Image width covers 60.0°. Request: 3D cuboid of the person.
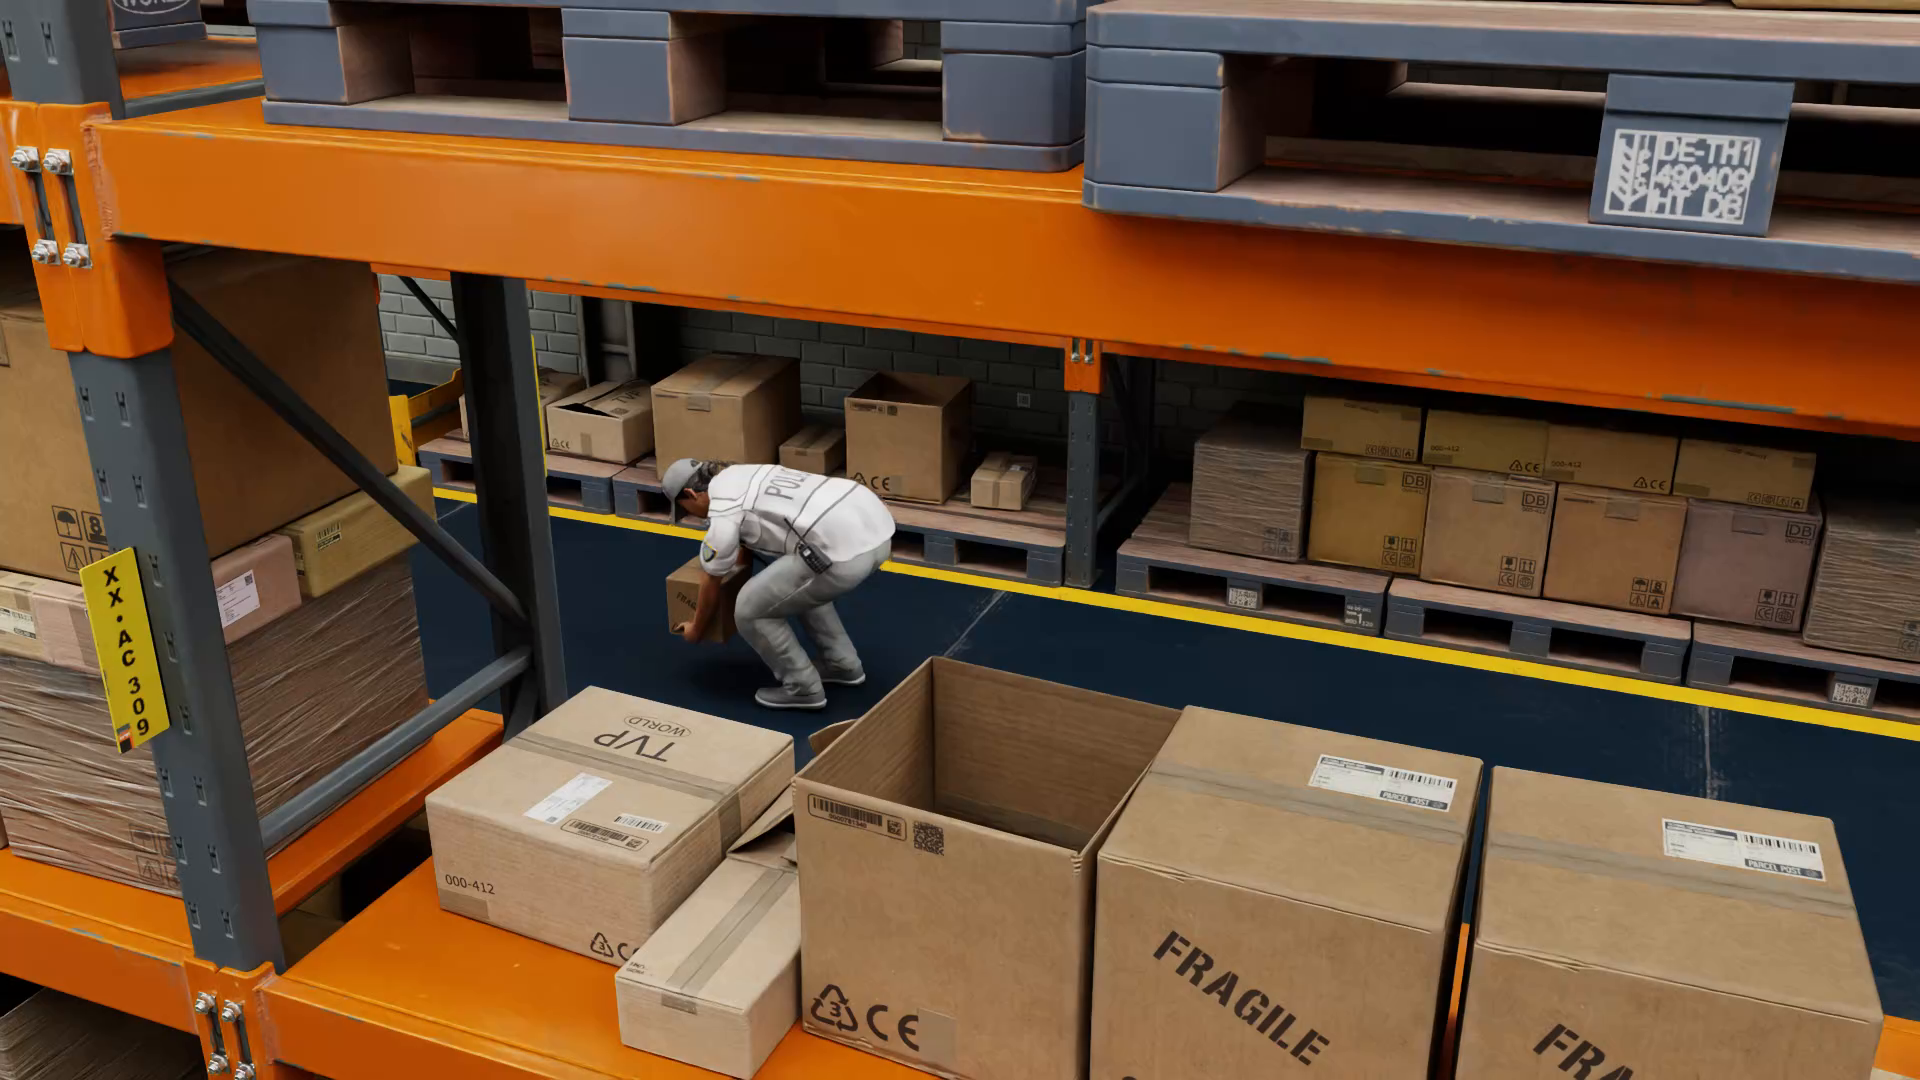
[{"bbox_3d":[-0.723,0.161,6.621,0.934,0.966,0.508,8,24,18],"label":"person"}]
